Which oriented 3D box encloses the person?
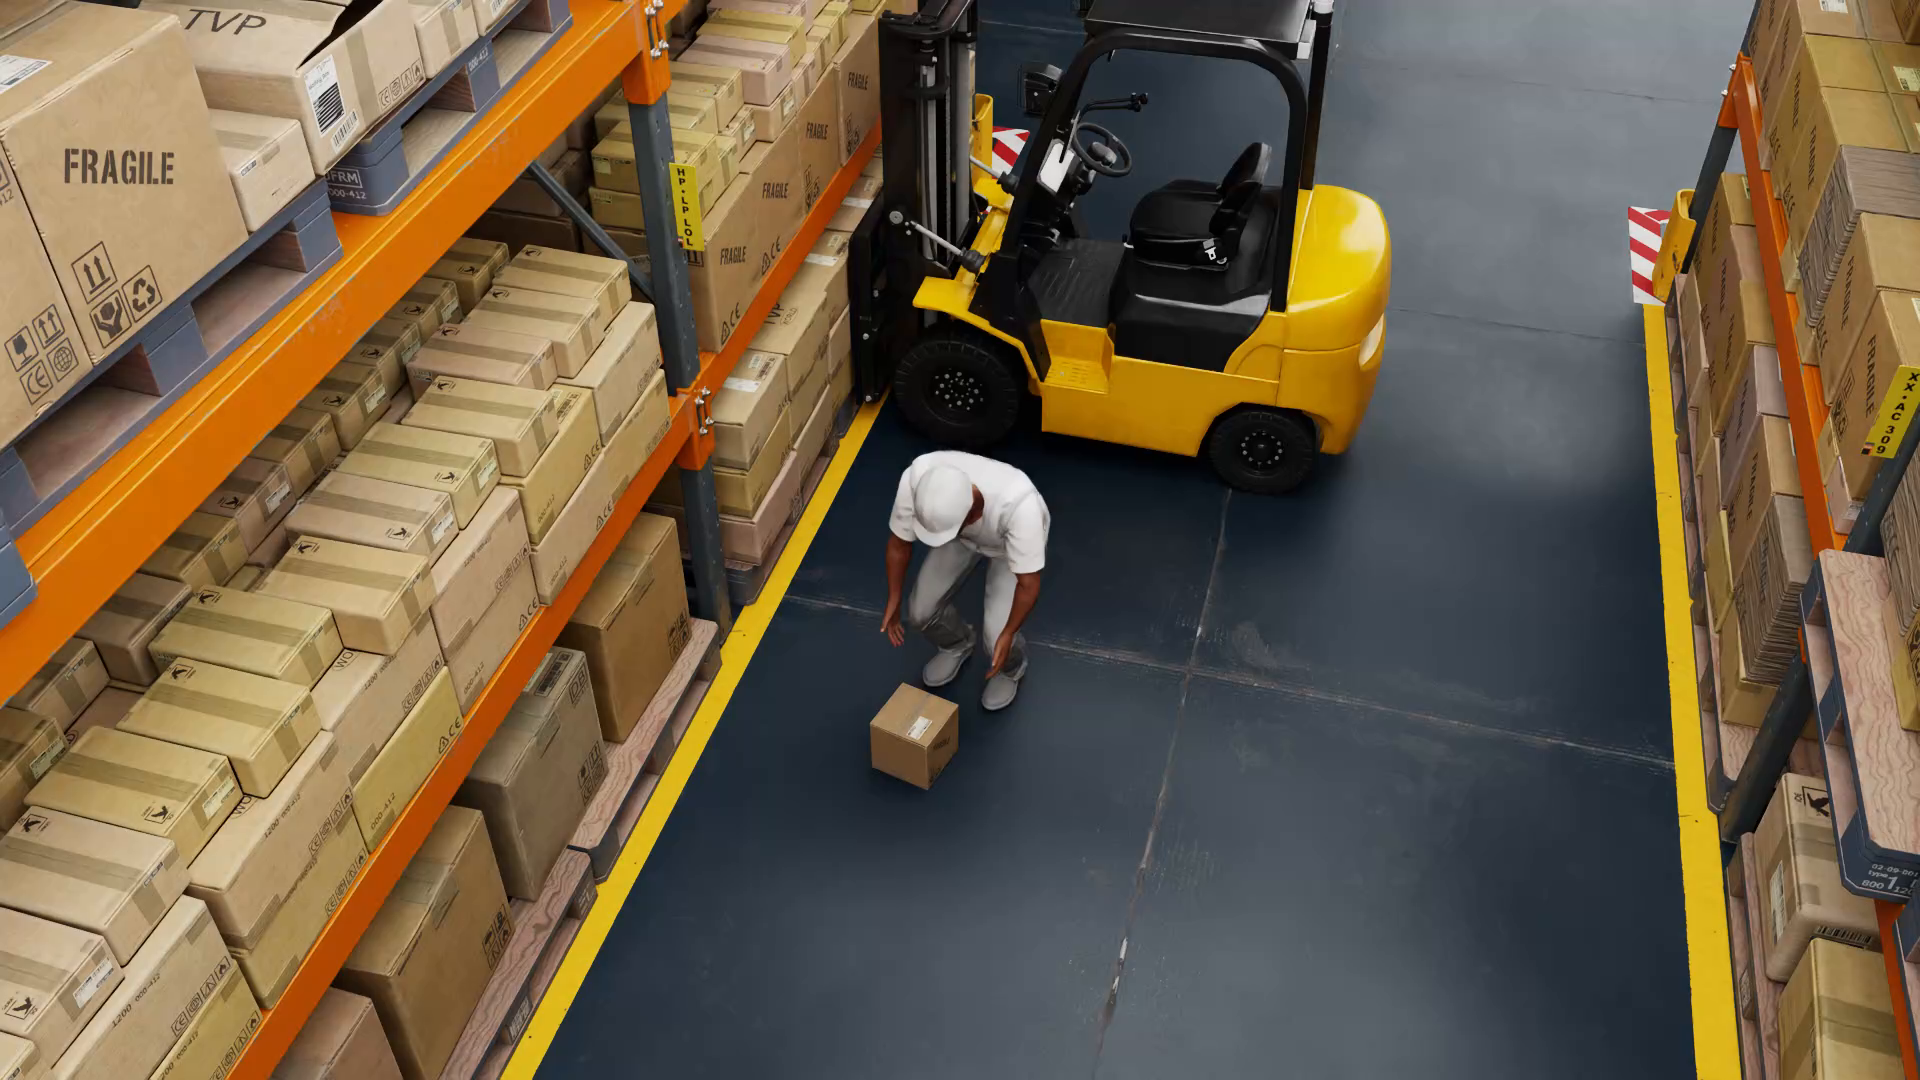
[{"bbox_3d":[0.066,0.112,6.335,0.631,1.343,0.787,20,45,21],"label":"person"}]
